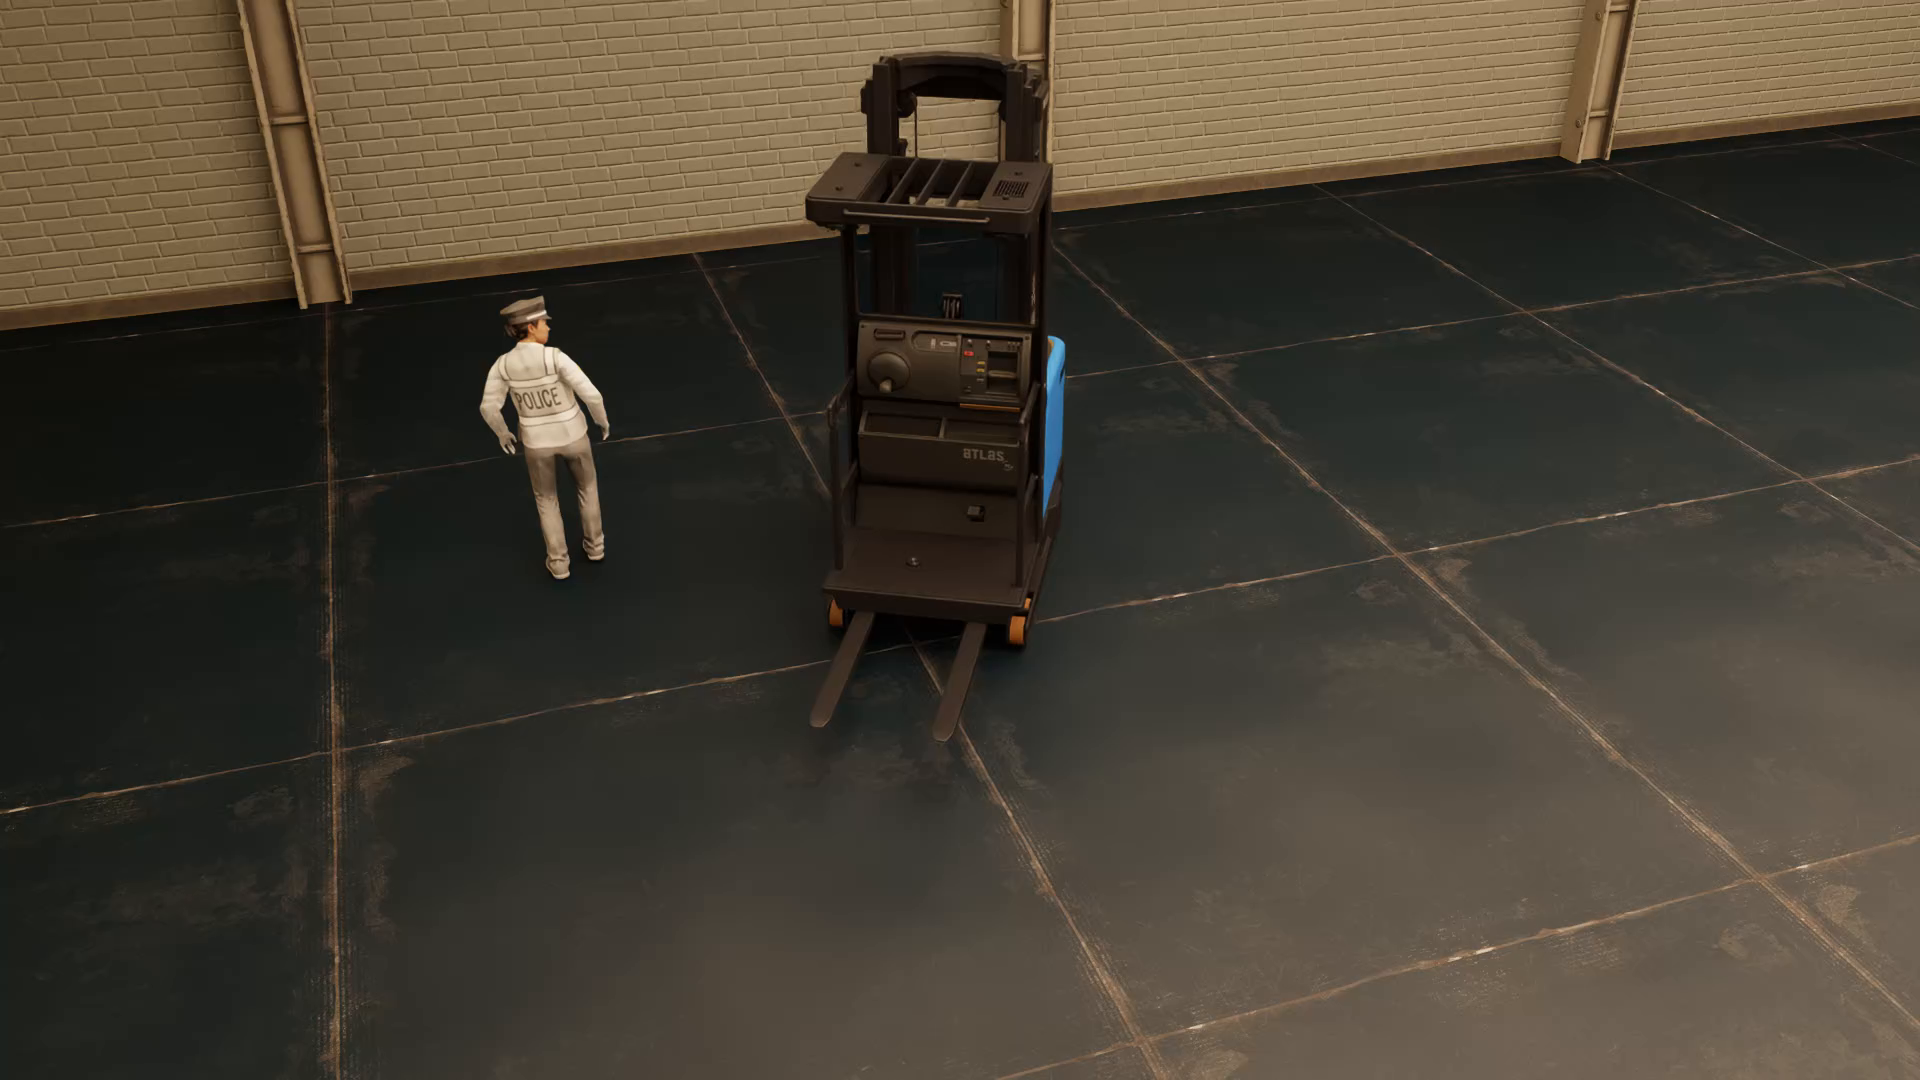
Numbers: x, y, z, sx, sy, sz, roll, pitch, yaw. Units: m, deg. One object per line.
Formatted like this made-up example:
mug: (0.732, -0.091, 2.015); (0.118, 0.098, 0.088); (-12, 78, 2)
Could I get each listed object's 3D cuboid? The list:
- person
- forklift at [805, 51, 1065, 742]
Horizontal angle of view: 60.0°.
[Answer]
person: (-2.324, -0.587, 9.396); (0.687, 1.653, 0.467); (-4, 30, -7)
forklift: (-0.123, -0.892, 8.637); (1.130, 2.935, 3.031); (5, 30, 9)
